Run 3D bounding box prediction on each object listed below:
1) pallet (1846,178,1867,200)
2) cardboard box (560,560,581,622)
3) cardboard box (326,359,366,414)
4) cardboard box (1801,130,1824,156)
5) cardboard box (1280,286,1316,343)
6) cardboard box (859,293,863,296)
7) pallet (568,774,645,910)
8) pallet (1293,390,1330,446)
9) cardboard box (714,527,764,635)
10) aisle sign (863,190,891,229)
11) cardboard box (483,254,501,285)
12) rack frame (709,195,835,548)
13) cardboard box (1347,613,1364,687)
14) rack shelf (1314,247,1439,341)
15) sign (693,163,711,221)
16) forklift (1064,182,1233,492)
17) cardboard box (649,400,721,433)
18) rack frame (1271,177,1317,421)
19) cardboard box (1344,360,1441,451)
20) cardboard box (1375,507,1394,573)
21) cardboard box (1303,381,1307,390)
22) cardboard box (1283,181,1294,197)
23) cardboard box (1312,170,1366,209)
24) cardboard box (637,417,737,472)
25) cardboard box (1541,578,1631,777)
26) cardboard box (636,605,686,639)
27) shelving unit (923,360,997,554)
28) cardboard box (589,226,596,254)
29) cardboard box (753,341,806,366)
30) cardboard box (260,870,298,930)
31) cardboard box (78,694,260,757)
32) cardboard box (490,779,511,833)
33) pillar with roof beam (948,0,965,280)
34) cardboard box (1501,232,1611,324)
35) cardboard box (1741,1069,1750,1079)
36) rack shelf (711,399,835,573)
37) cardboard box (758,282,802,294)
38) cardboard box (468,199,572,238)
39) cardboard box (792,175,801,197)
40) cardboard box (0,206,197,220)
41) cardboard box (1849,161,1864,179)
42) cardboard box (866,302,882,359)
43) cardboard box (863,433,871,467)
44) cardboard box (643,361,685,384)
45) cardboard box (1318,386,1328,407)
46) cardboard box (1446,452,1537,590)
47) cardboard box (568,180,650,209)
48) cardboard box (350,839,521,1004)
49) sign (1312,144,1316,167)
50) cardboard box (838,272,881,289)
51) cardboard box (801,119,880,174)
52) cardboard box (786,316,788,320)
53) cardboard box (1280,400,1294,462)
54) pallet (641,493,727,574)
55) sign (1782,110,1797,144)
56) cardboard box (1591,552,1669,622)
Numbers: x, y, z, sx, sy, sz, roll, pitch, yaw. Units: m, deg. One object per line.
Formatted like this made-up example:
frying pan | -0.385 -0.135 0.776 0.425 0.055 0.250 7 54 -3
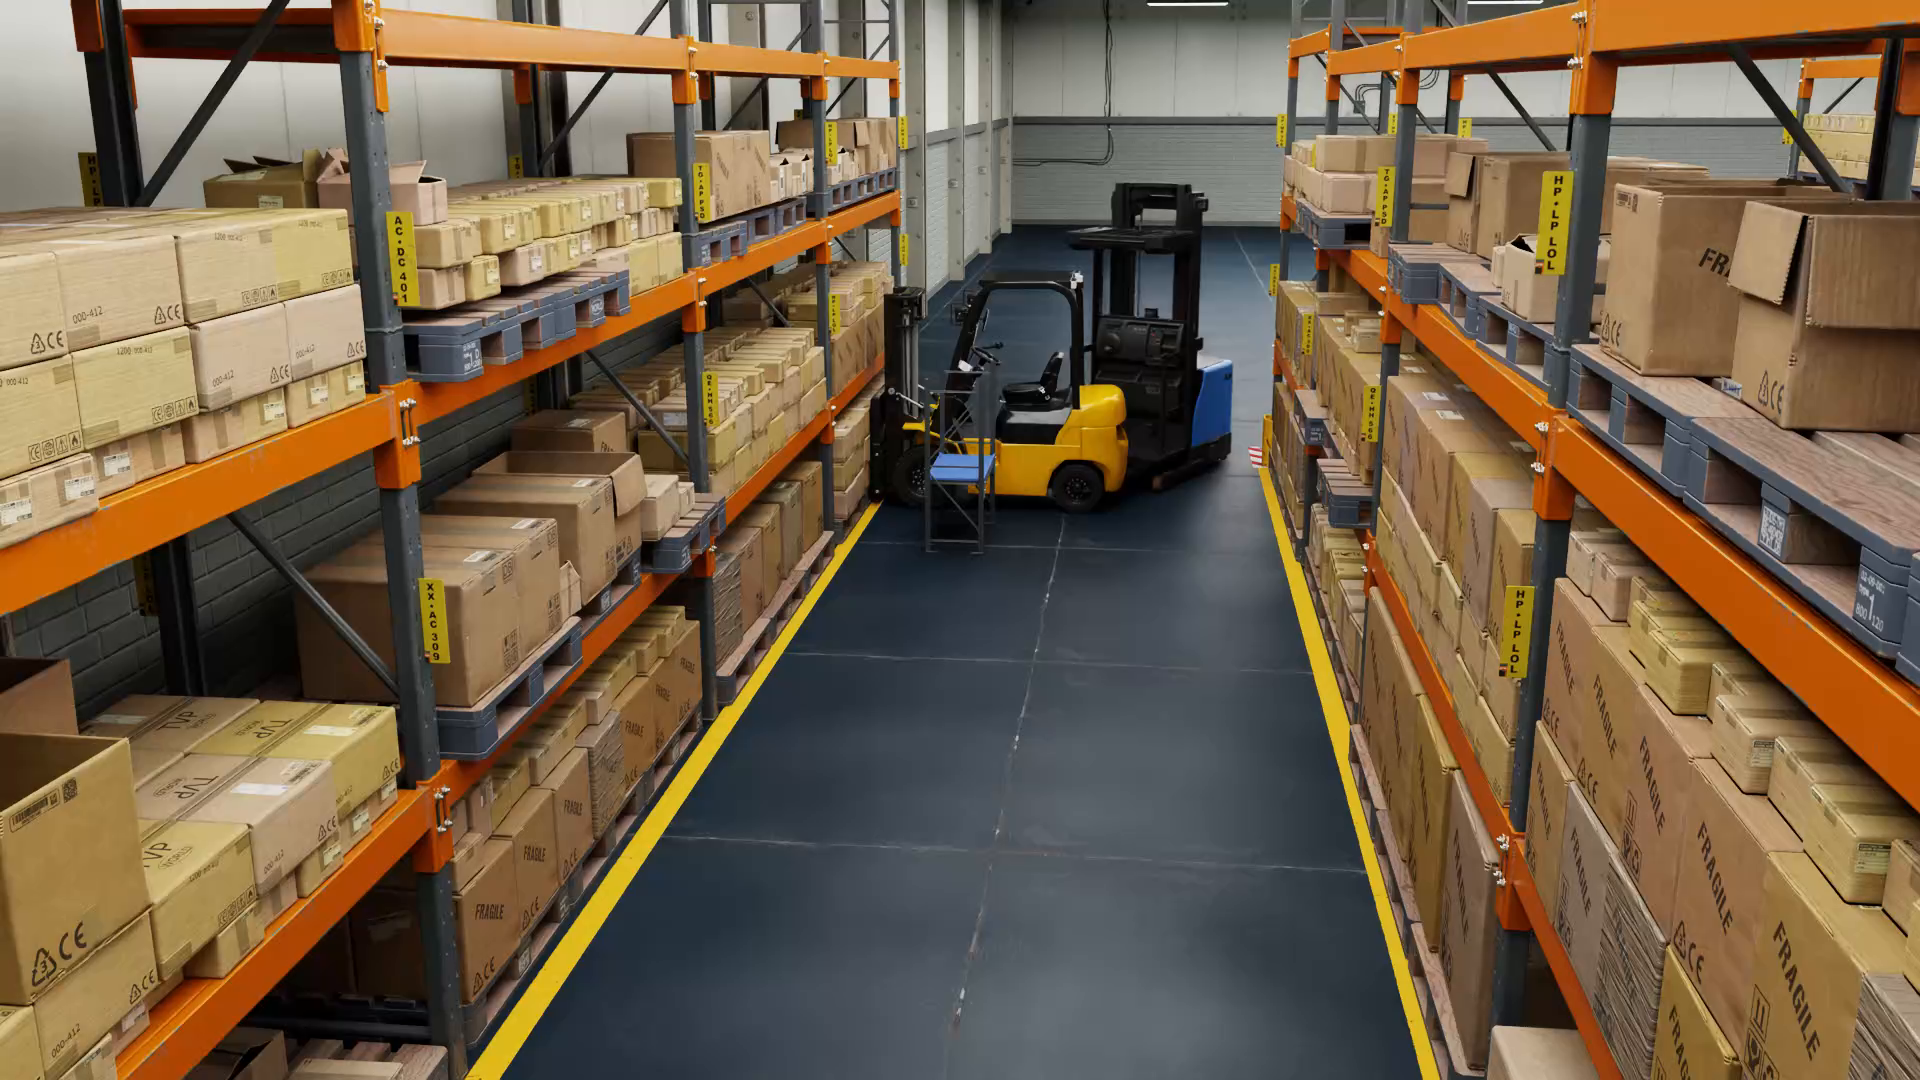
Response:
pallet | 8.521 -3.039 14.577 1.003 0.211 1.213 2 15 6
cardboard box | -1.949 0.217 7.566 0.396 0.266 0.258 2 15 9
cardboard box | -2.234 -0.521 5.576 0.380 0.149 0.250 2 15 6
cardboard box | 8.420 -3.796 15.929 0.500 0.250 0.500 2 15 6
cardboard box | 3.416 -2.206 16.312 0.500 0.500 0.500 2 15 8
cardboard box | -1.131 -2.276 15.899 0.380 0.149 0.250 2 15 6
pallet | -2.297 1.521 8.634 1.003 0.211 1.213 2 15 6
pallet | 3.118 -0.939 12.756 1.003 0.211 1.213 2 15 6
cardboard box | -1.885 0.279 11.628 0.875 0.625 0.625 2 15 8
aisle sign | -0.833 -3.672 17.514 0.394 0.787 0.004 2 15 6
cardboard box | -2.063 -1.074 6.627 0.380 0.149 0.250 2 15 7
rack frame | -1.584 -1.371 13.986 1.000 3.000 0.127 2 15 6
cardboard box | 2.971 0.731 10.441 0.950 0.372 0.625 1 15 2
rack shelf | 3.123 -1.808 11.232 1.077 0.370 4.000 2 15 6
sign | -1.496 -2.015 9.629 0.100 0.325 0.005 2 15 6
forklift | 1.701 -2.032 16.561 1.130 2.935 3.031 9 18 31
cardboard box | -1.707 -0.769 10.325 0.380 0.149 0.250 2 15 8
rack frame | 3.800 -2.263 17.285 1.000 3.000 0.127 2 15 6
cardboard box | 2.720 -0.843 10.468 0.500 0.500 0.500 1 15 5
cardboard box | 2.592 0.004 9.189 0.500 0.250 0.500 1 15 5
cardboard box | 3.103 -1.262 14.063 0.380 0.149 0.250 2 15 8
cardboard box | 3.440 -3.513 16.644 0.380 0.149 0.250 2 15 6
cardboard box | 2.828 -2.533 12.018 0.500 0.250 0.500 1 15 6
cardboard box | -1.718 -0.610 10.499 0.500 0.250 0.500 2 15 6
cardboard box | 2.151 0.435 5.201 0.500 0.500 0.500 2 15 7
cardboard box | -1.839 0.493 9.834 0.380 0.149 0.250 1 15 4
shelving unit | 0.010 -0.746 14.548 0.538 1.500 1.048 2 15 6
cardboard box | -2.007 -1.470 8.127 0.380 0.149 0.250 2 15 8
cardboard box | -1.391 -1.436 12.791 0.380 0.149 0.250 1 15 5
cardboard box | -2.341 1.119 5.259 0.380 0.149 0.250 2 15 8
cardboard box | -2.811 0.753 5.847 0.500 0.250 0.500 2 15 6
cardboard box | -2.210 1.169 7.336 0.380 0.149 0.250 1 15 3
pillar with roof beam | 4.202 -9.692 33.266 9.100 9.000 0.400 2 15 6
cardboard box | 2.337 -0.993 6.209 0.500 0.311 0.500 2 15 6
cardboard box | 1.906 1.442 3.391 0.500 0.500 0.500 2 15 8
rack shelf | -1.810 -0.505 12.161 1.077 0.370 4.000 2 15 6
cardboard box | -1.672 -2.299 15.413 0.380 0.149 0.250 2 15 6
cardboard box | -1.940 -1.418 7.329 0.380 0.149 0.250 2 15 7
cardboard box | -1.406 -2.654 12.471 0.380 0.149 0.250 2 15 6
cardboard box | -2.825 -0.937 5.392 0.500 0.250 0.500 2 15 6
cardboard box | 8.230 -3.314 14.912 0.380 0.149 0.250 2 15 6
cardboard box | -1.052 -2.054 16.320 0.500 0.500 0.500 1 15 5
cardboard box | -1.100 -0.865 15.619 0.500 0.250 0.500 2 15 6
cardboard box | -2.046 -1.184 11.860 0.380 0.149 0.250 2 15 8
cardboard box | 2.935 -1.109 12.692 0.380 0.149 0.250 2 15 7
cardboard box | 2.374 -0.070 7.069 0.500 0.500 0.500 2 15 8
cardboard box | -1.915 -1.882 9.083 0.380 0.149 0.250 1 15 4
cardboard box | -2.208 1.589 7.023 0.500 0.500 0.500 2 15 9
sign | 2.809 -2.937 13.041 0.100 0.325 0.005 2 15 6
cardboard box | -0.984 -2.548 16.333 0.380 0.149 0.250 2 15 8
cardboard box | -1.155 -3.771 15.927 0.700 0.500 0.500 2 15 7
cardboard box | -1.659 -2.088 15.202 0.380 0.149 0.250 2 15 8
cardboard box | 3.313 -1.028 15.743 0.500 0.500 0.500 2 15 7
pallet | -2.042 -0.063 9.516 1.213 0.211 1.003 2 15 6
sign | 8.179 -4.070 16.393 0.100 0.325 0.005 2 15 6
cardboard box | 2.139 0.146 5.025 0.380 0.149 0.250 2 15 7
